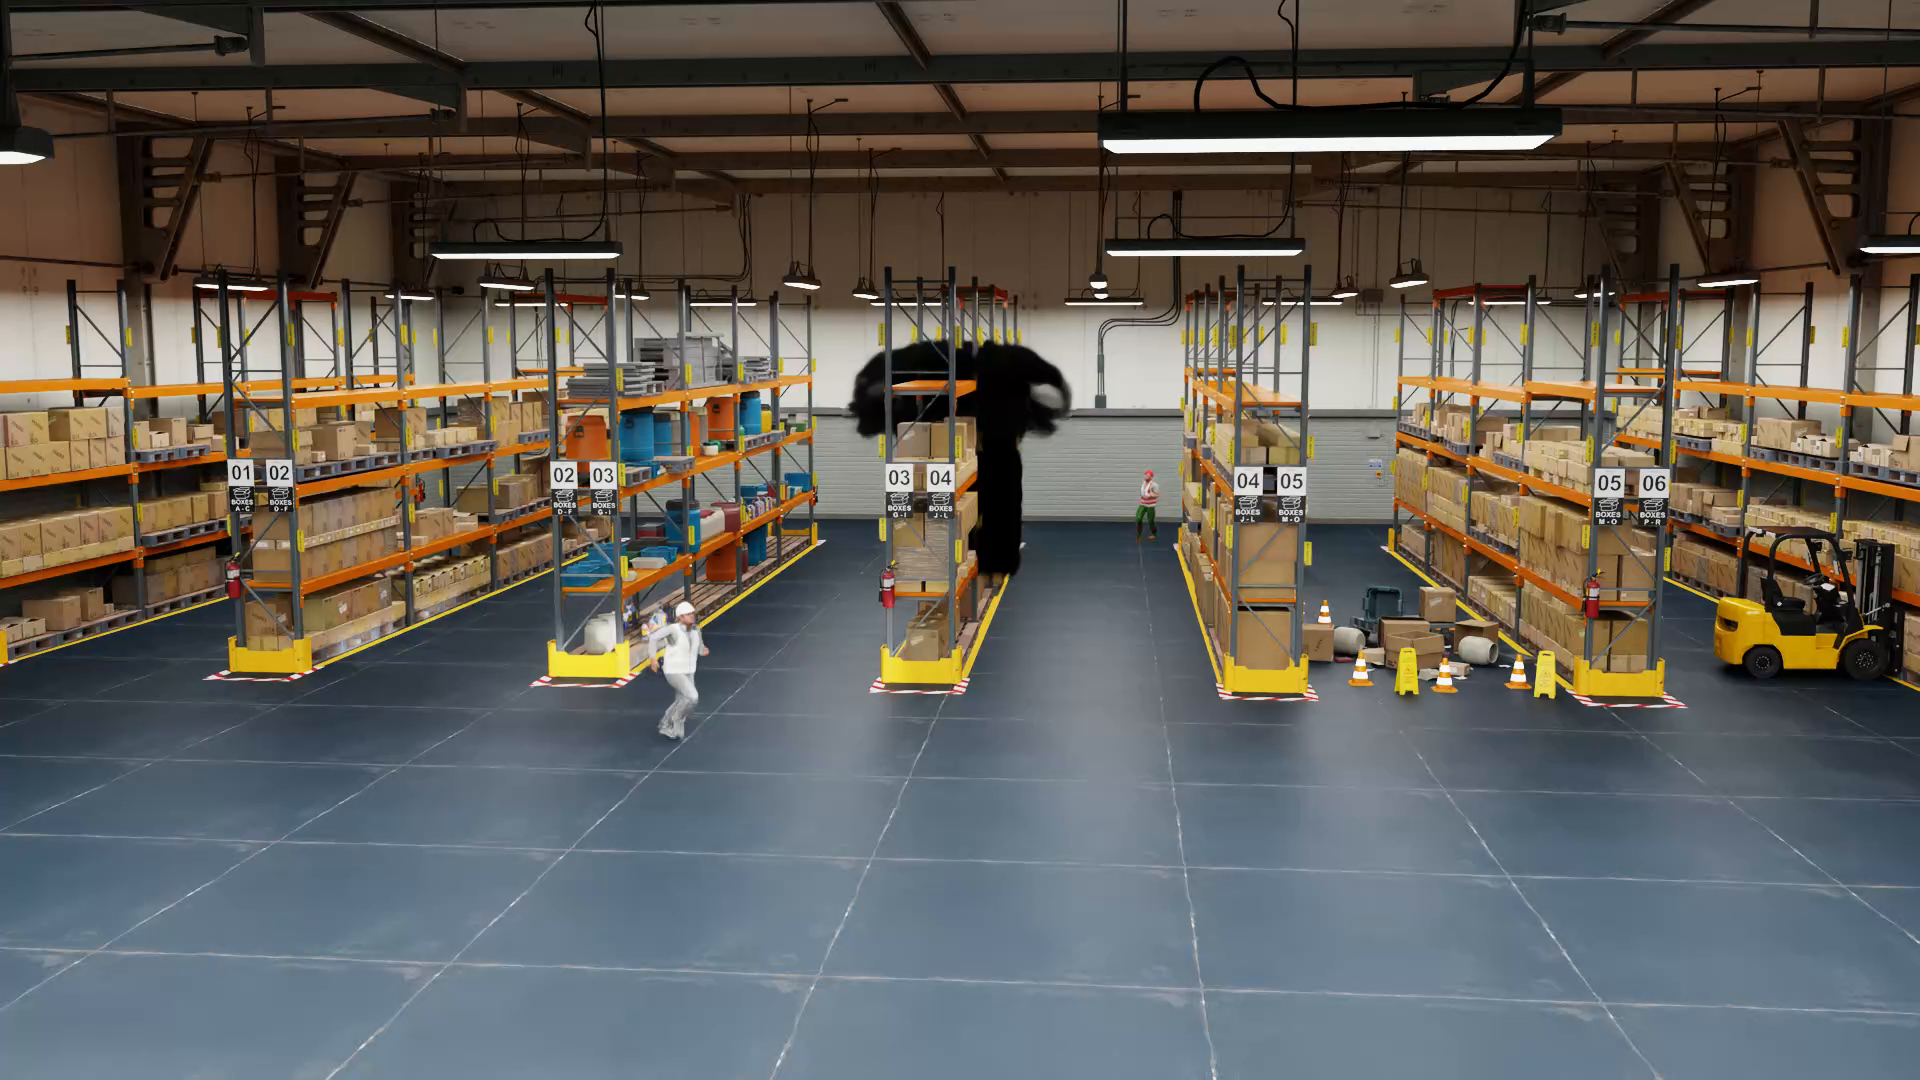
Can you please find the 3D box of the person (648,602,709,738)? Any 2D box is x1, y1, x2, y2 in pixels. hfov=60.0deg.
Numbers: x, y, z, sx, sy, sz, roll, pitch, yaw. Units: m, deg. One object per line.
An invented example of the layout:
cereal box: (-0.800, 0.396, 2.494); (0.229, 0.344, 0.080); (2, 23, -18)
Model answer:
person: (-3.472, 1.628, 20.598); (0.772, 1.723, 0.617); (5, 8, 35)

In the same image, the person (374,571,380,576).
person: (-11.281, 0.371, 31.833); (0.616, 1.625, 1.003); (1, 7, 7)

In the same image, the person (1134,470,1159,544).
person: (4.637, -0.801, 40.676); (0.644, 1.844, 0.789); (6, 9, 42)
